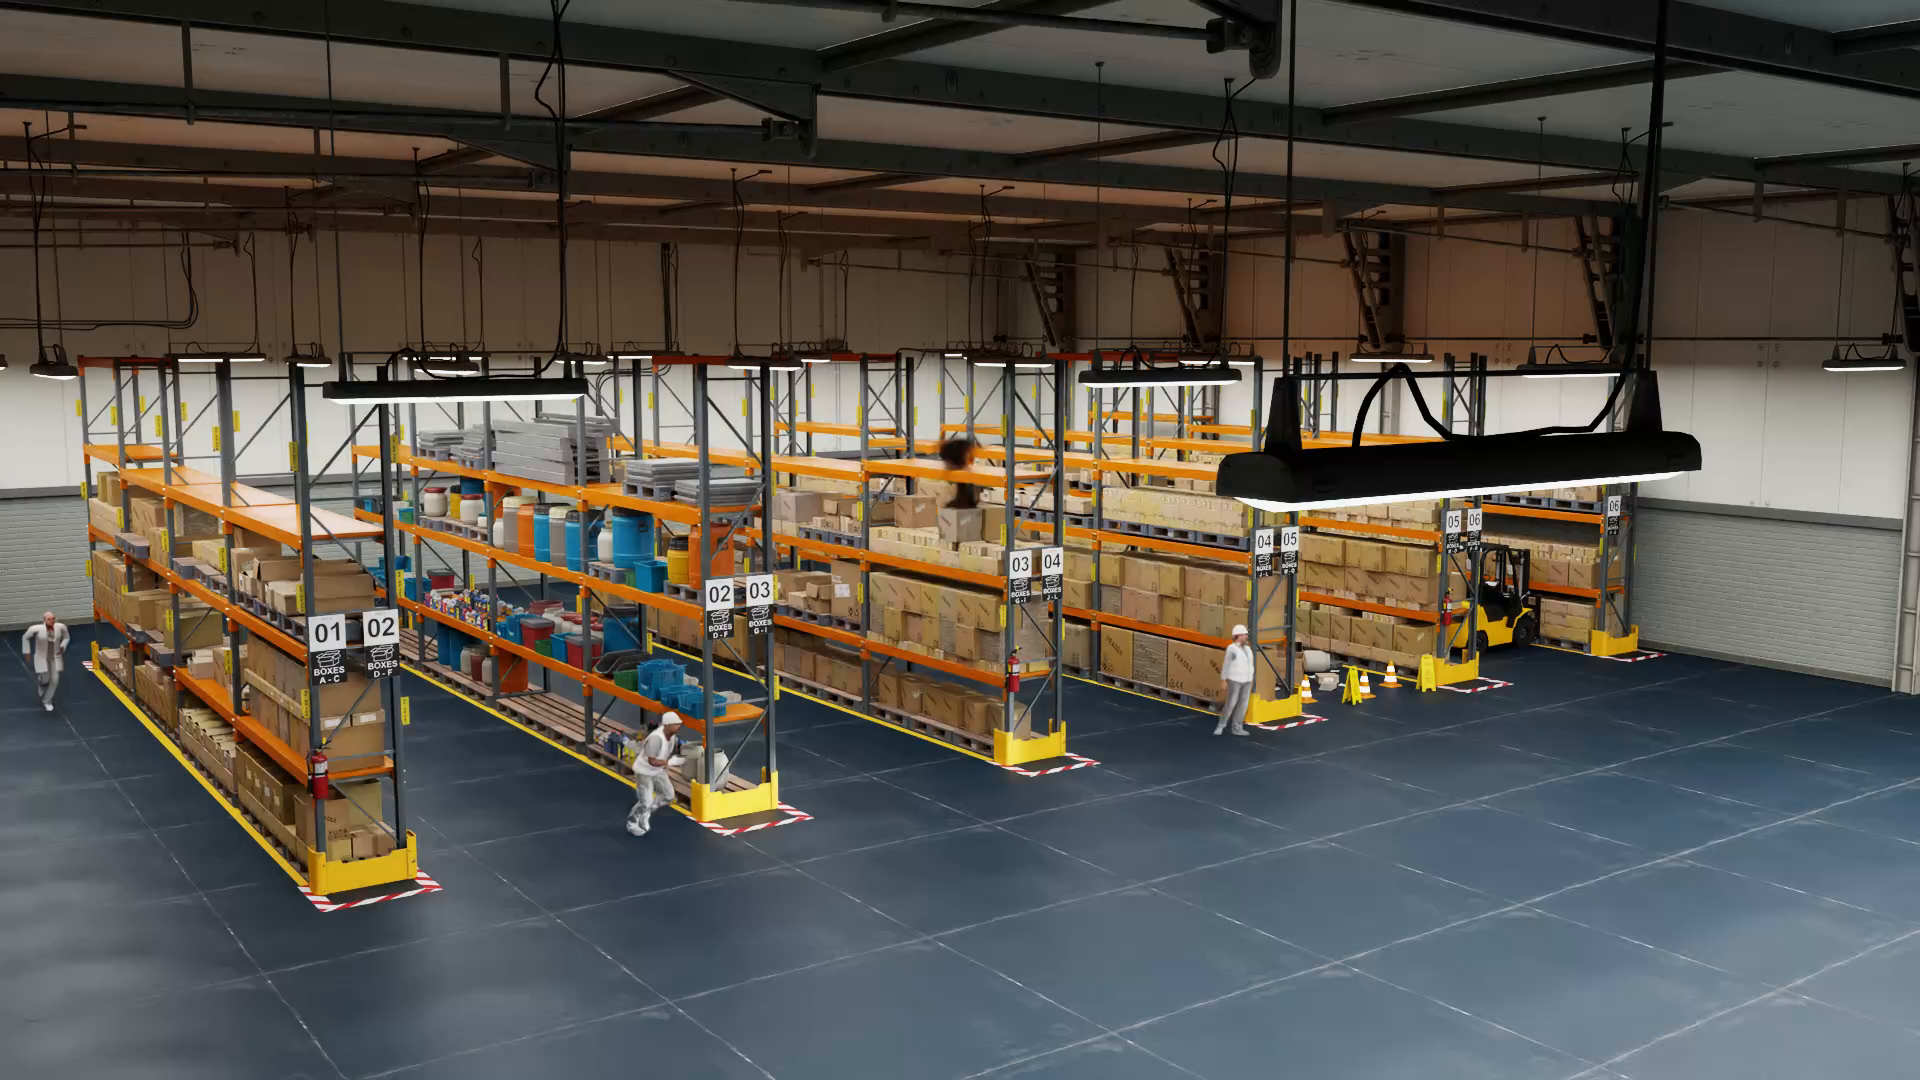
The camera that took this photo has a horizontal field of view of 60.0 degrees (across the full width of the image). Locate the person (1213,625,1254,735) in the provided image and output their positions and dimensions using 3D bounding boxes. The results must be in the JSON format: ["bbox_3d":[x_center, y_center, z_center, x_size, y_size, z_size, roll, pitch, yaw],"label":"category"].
[{"bbox_3d":[4.389,2.257,26.575,0.691,1.796,0.471,-5,9,-38],"label":"person"}]

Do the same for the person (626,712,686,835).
[{"bbox_3d":[-3.843,2.960,21.182,0.905,1.619,0.699,2,7,19],"label":"person"}]

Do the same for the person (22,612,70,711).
[{"bbox_3d":[-15.629,2.055,28.481,0.708,1.711,0.792,-7,10,-45],"label":"person"}]
